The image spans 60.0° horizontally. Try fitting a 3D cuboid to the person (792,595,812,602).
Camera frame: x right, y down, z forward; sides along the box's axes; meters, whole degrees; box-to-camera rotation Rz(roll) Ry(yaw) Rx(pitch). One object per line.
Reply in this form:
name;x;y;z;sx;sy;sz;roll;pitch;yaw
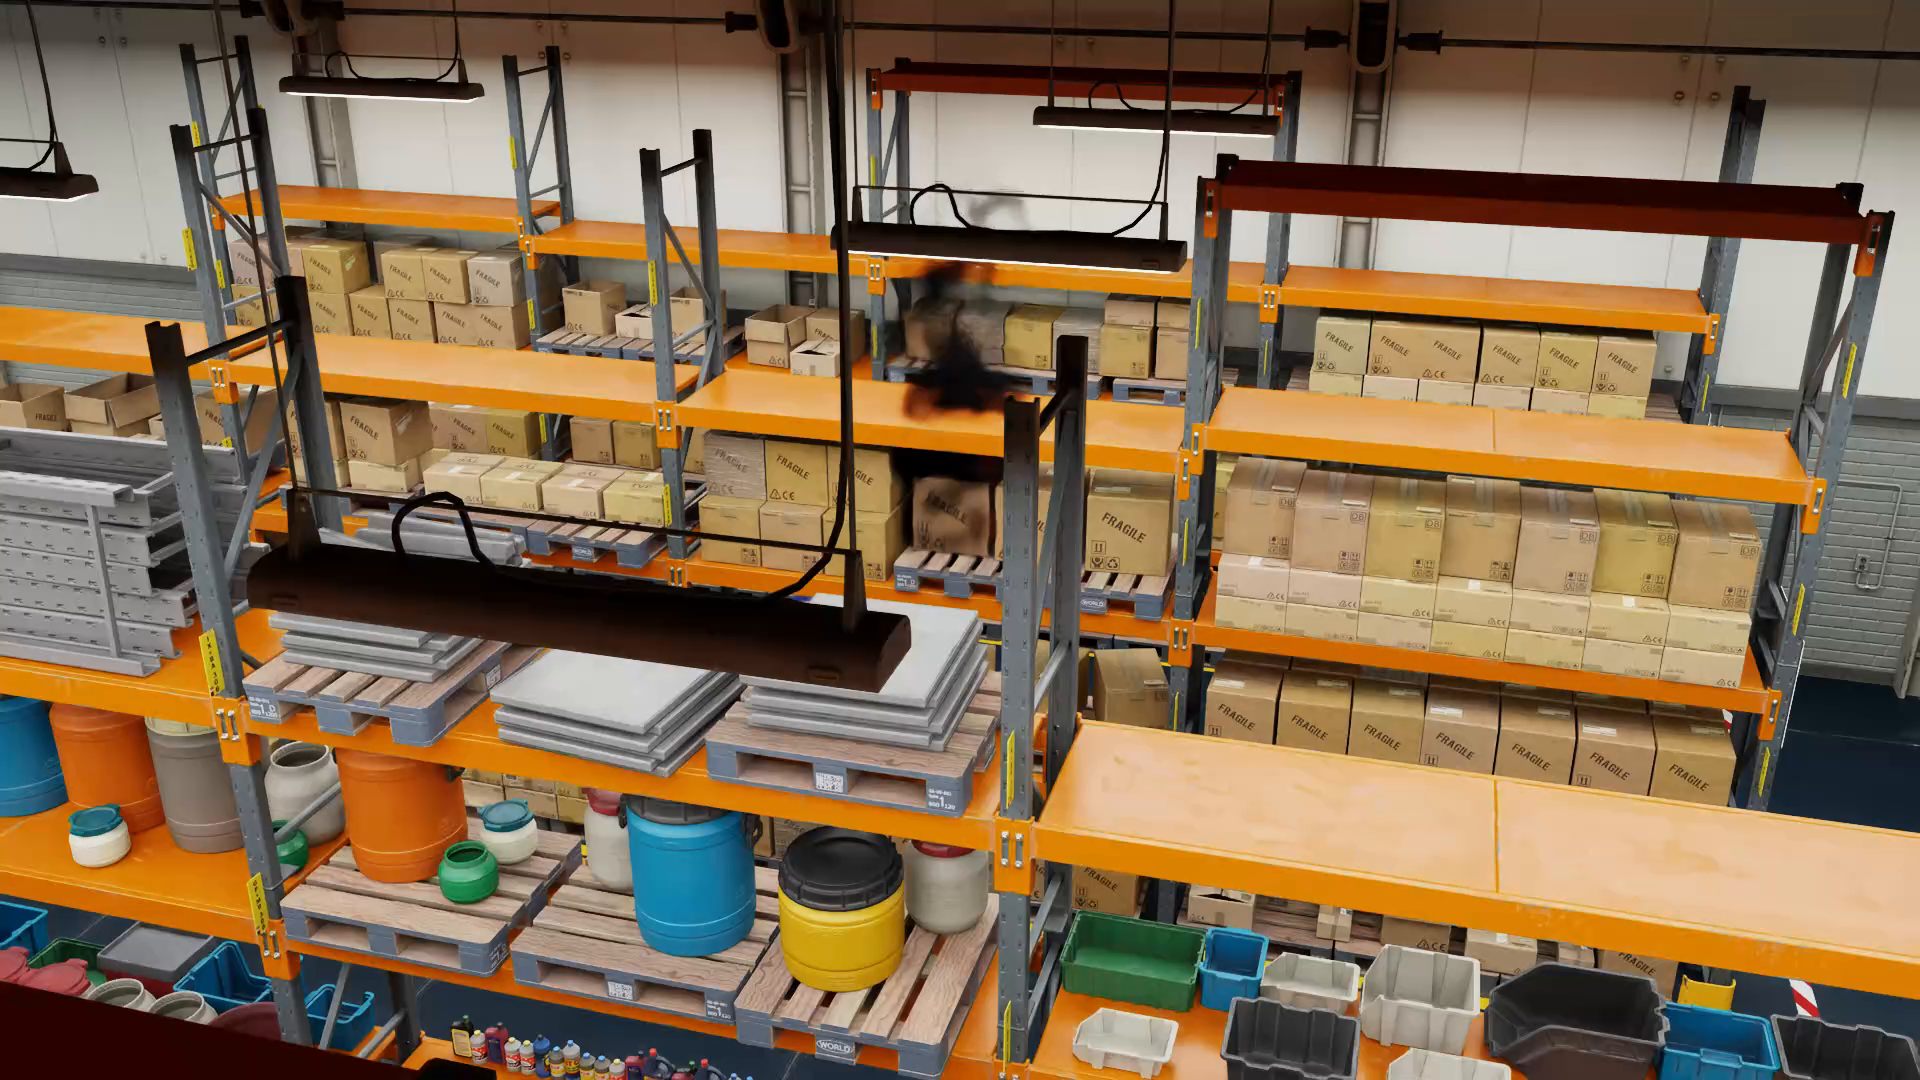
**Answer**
person;-1.507;0.936;16.439;0.561;1.603;0.574;1;23;3
